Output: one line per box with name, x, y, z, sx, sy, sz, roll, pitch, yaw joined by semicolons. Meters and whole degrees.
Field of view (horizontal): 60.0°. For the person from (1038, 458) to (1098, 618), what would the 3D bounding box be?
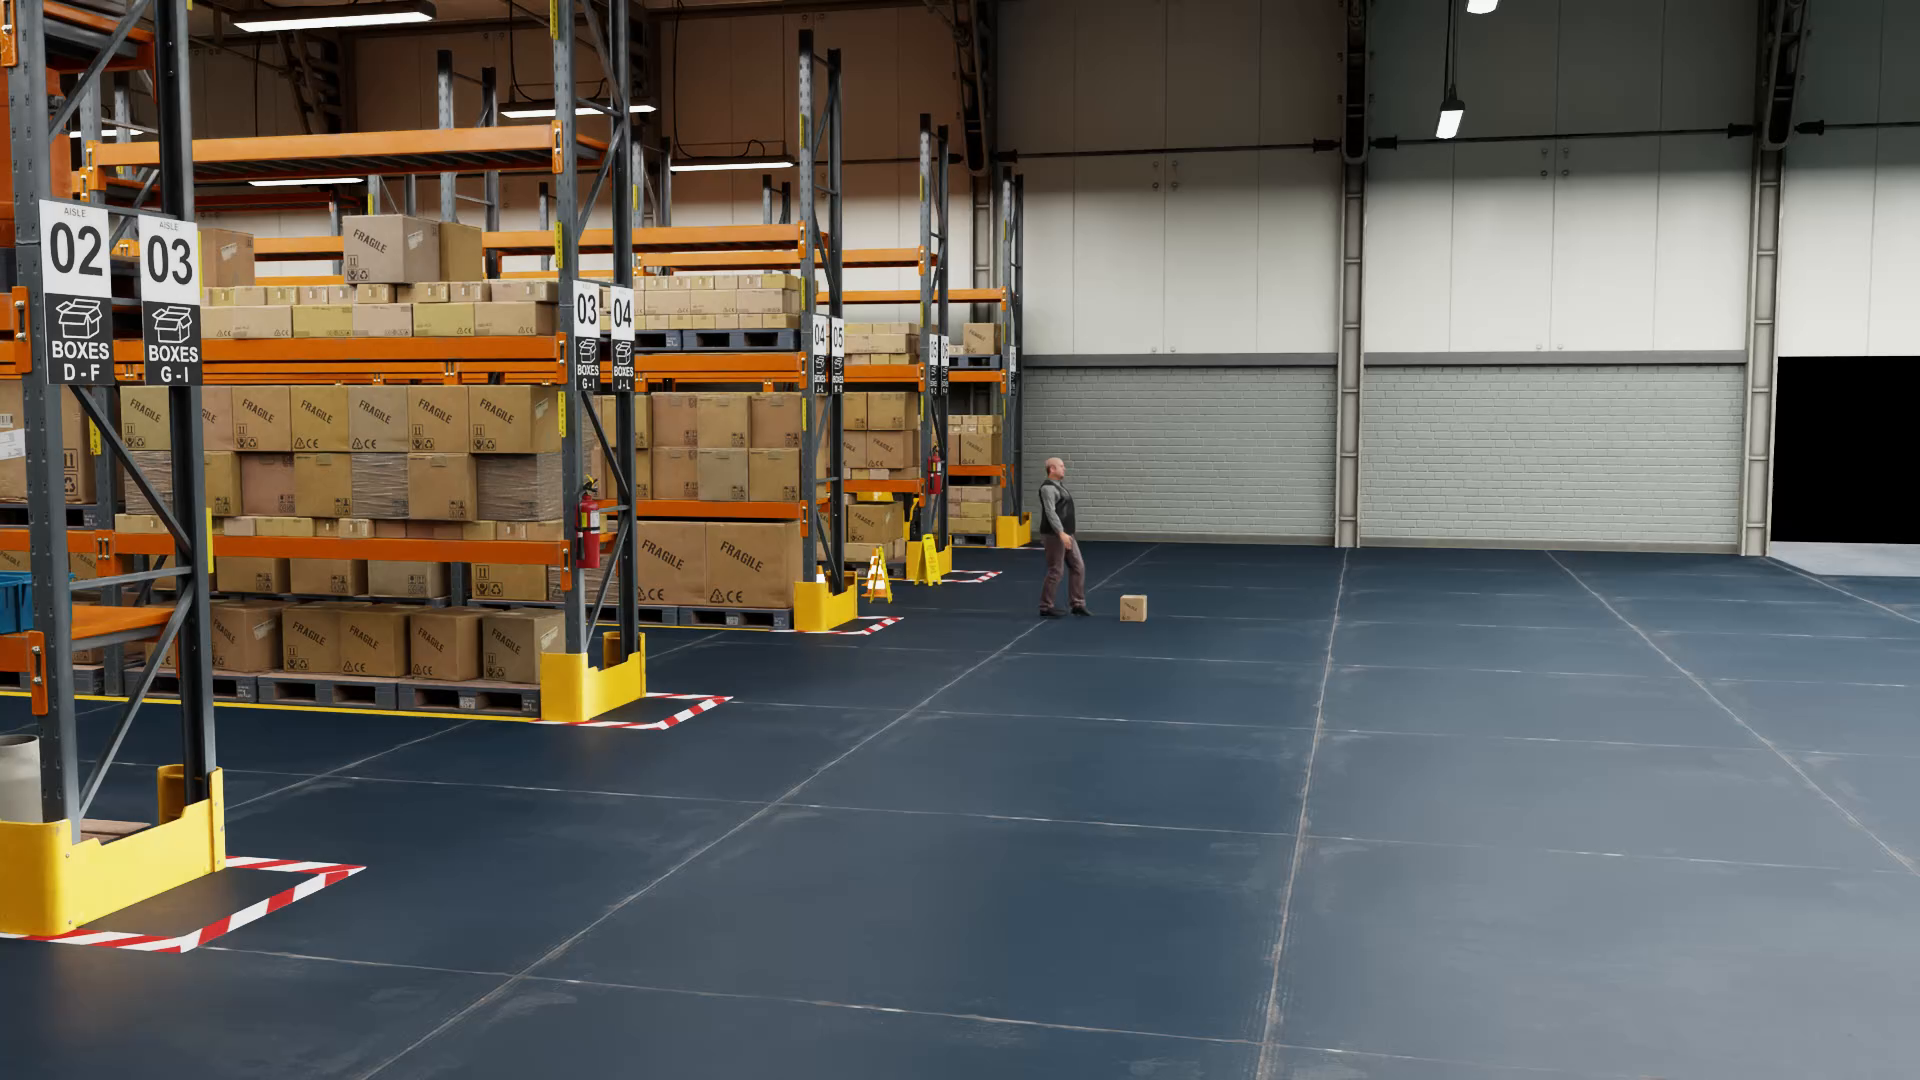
person;1.133;-0.003;17.815;0.620;1.752;0.584;2;5;23
